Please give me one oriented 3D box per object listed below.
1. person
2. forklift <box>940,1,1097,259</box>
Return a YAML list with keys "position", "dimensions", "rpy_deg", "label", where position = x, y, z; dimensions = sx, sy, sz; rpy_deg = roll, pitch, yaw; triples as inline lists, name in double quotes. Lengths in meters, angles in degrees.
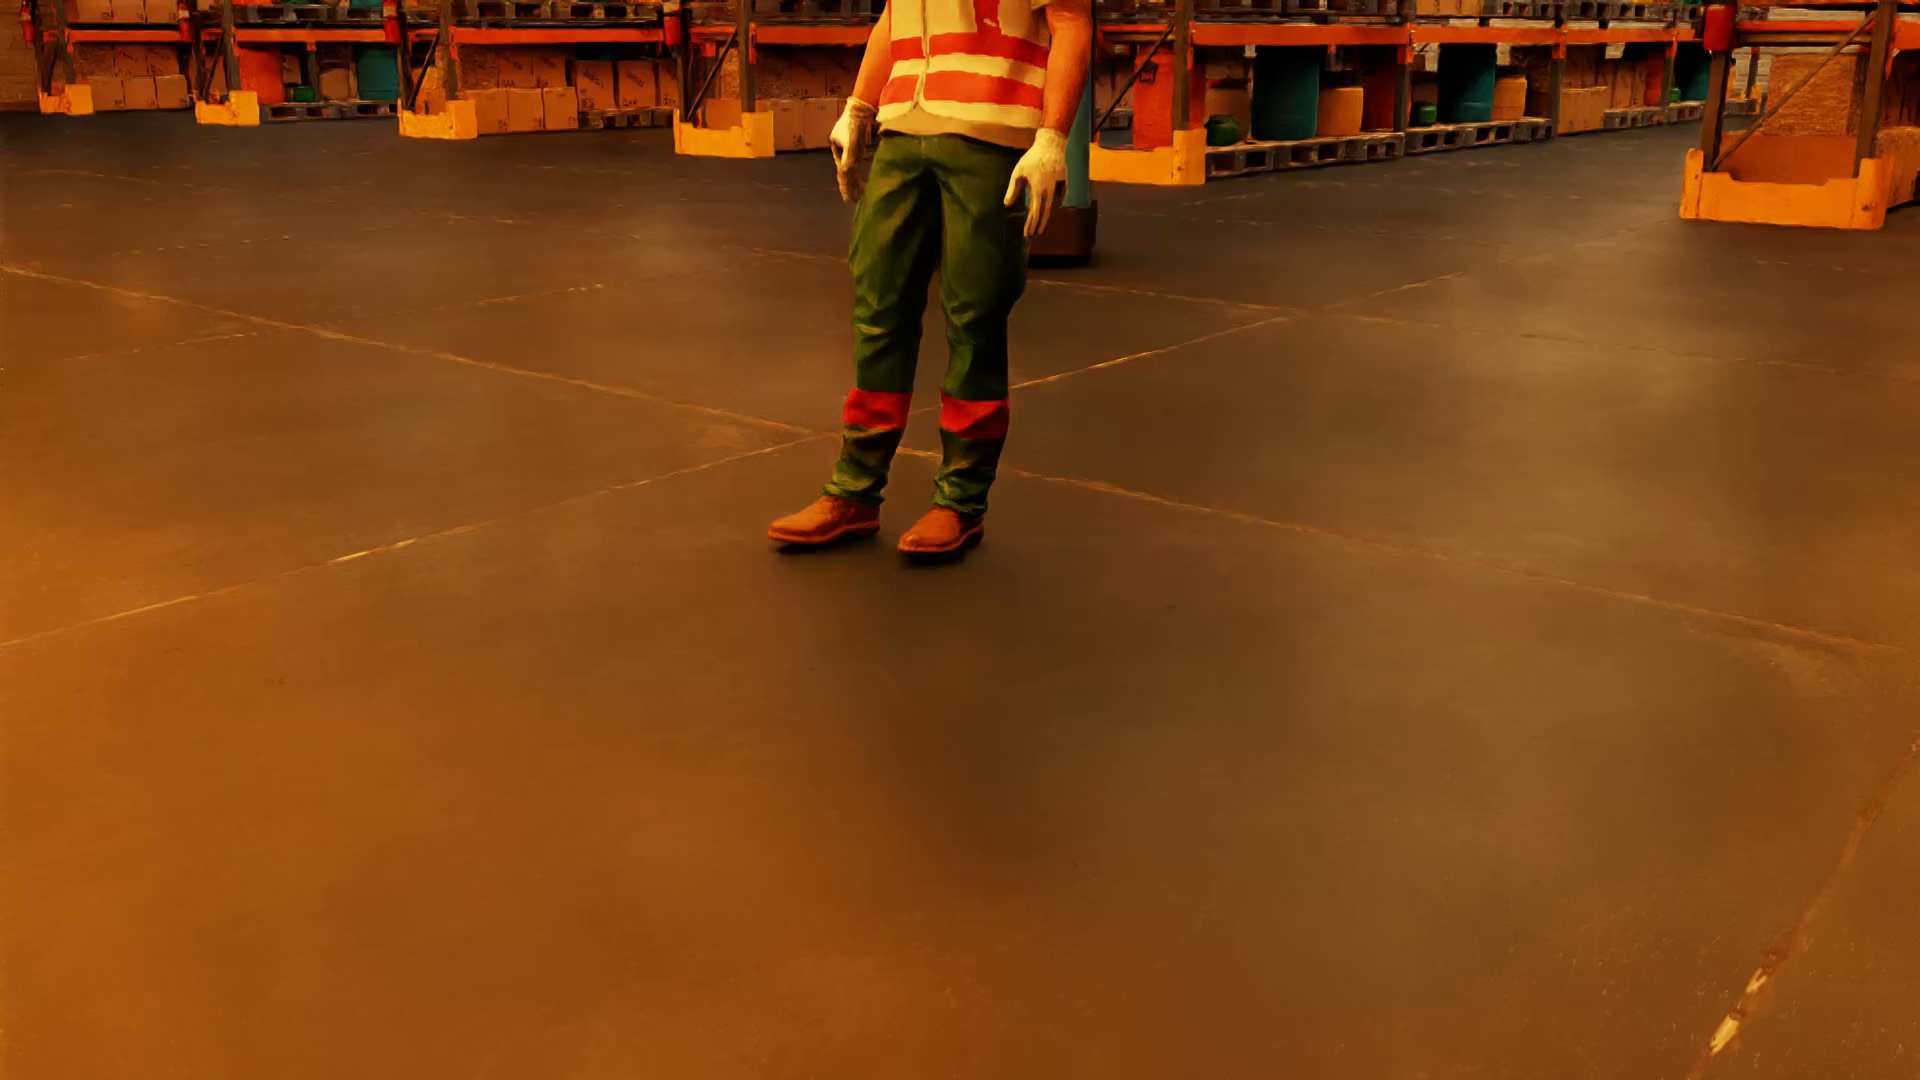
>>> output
- position: [-0.060, -0.847, 3.627]
  dimensions: [0.637, 1.787, 0.563]
  rpy_deg: [13, 21, 37]
  label: "person"
- position: [0.212, -3.226, 9.522]
  dimensions: [1.130, 2.935, 3.031]
  rpy_deg: [1, 17, 2]
  label: "forklift"
